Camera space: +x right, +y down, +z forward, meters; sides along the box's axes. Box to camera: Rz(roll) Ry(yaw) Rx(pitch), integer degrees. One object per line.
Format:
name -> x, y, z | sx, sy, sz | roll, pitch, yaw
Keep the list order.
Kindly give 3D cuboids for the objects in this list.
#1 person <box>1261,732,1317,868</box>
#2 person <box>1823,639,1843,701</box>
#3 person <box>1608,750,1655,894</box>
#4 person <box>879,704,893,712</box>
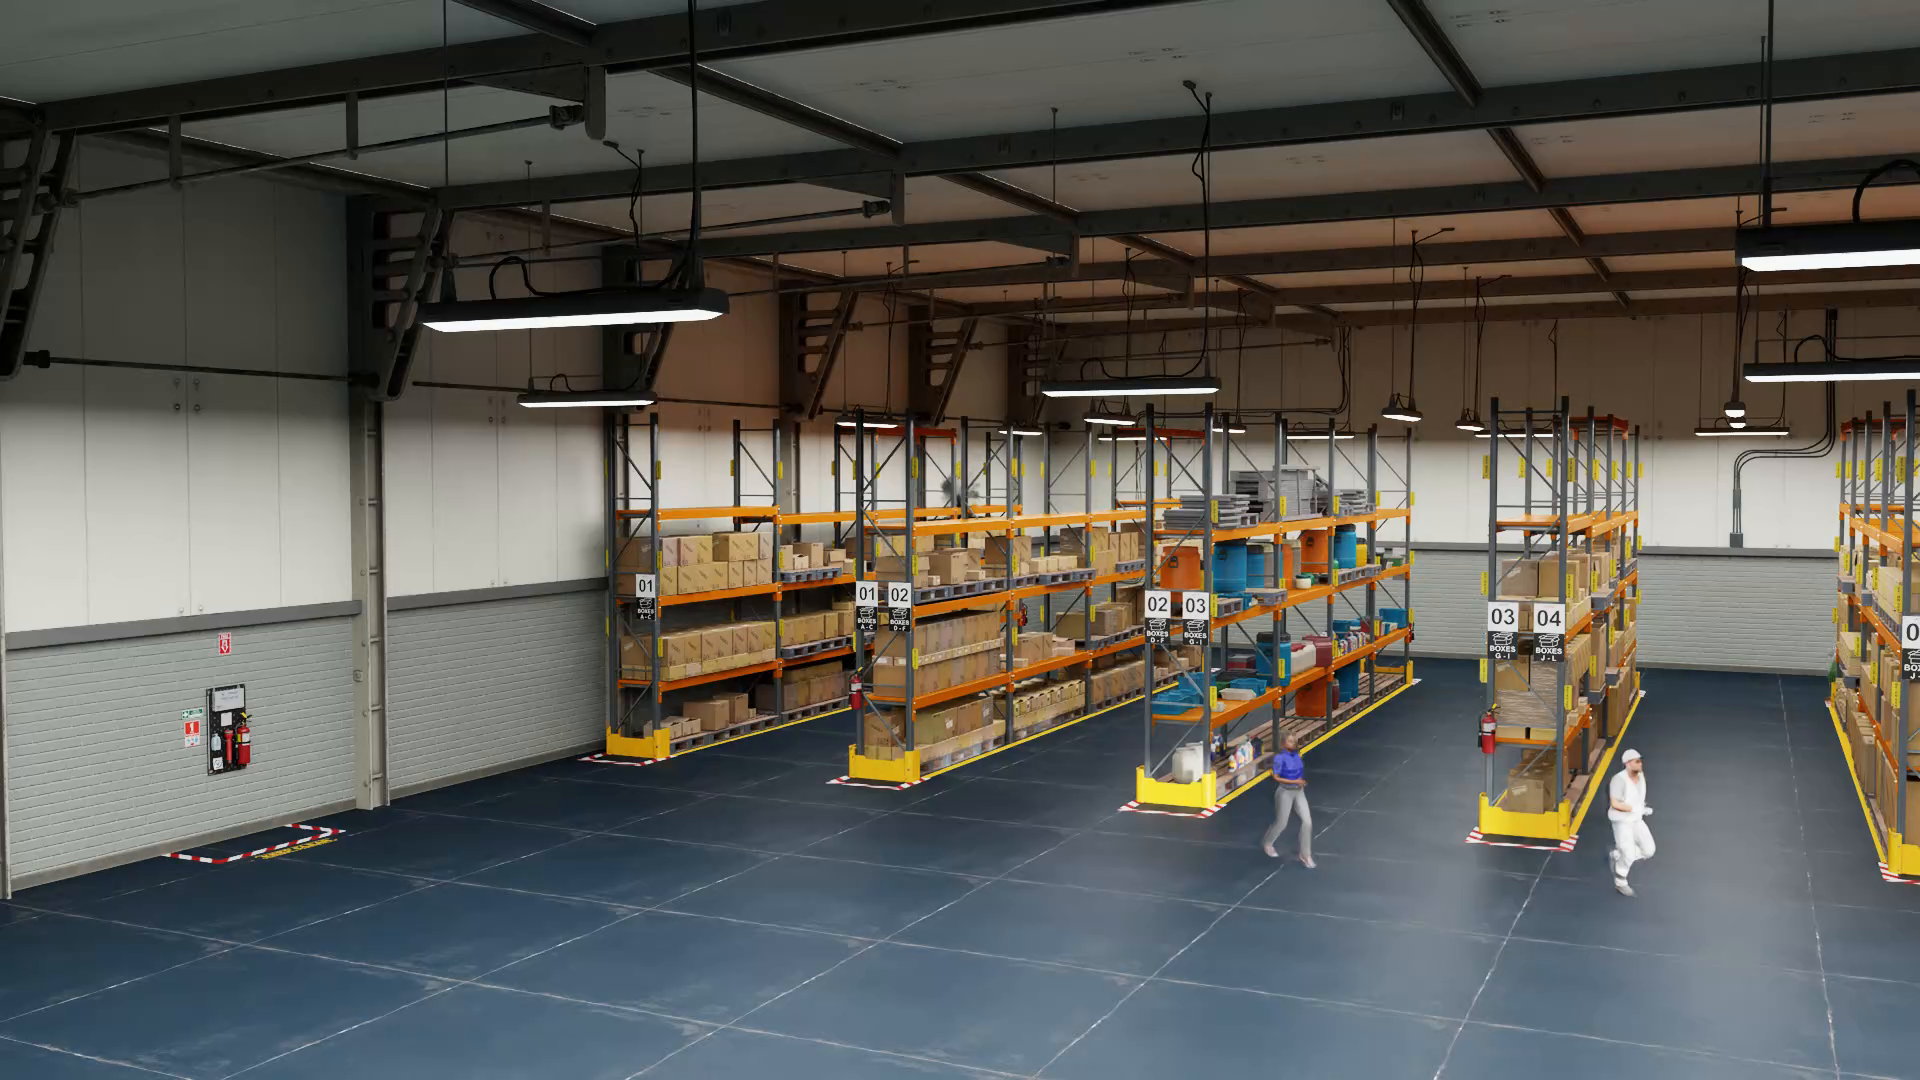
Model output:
person -> 4.189, 3.293, 21.190 | 0.581, 1.700, 0.841 | -1, 3, -31
person -> 19.164, 2.633, 35.993 | 0.768, 1.747, 0.702 | 0, 2, 10
person -> 7.919, 3.317, 19.541 | 0.701, 1.729, 0.637 | -1, 3, -30
person -> -1.324, 2.901, 31.563 | 0.559, 1.575, 0.539 | 1, 3, 20
